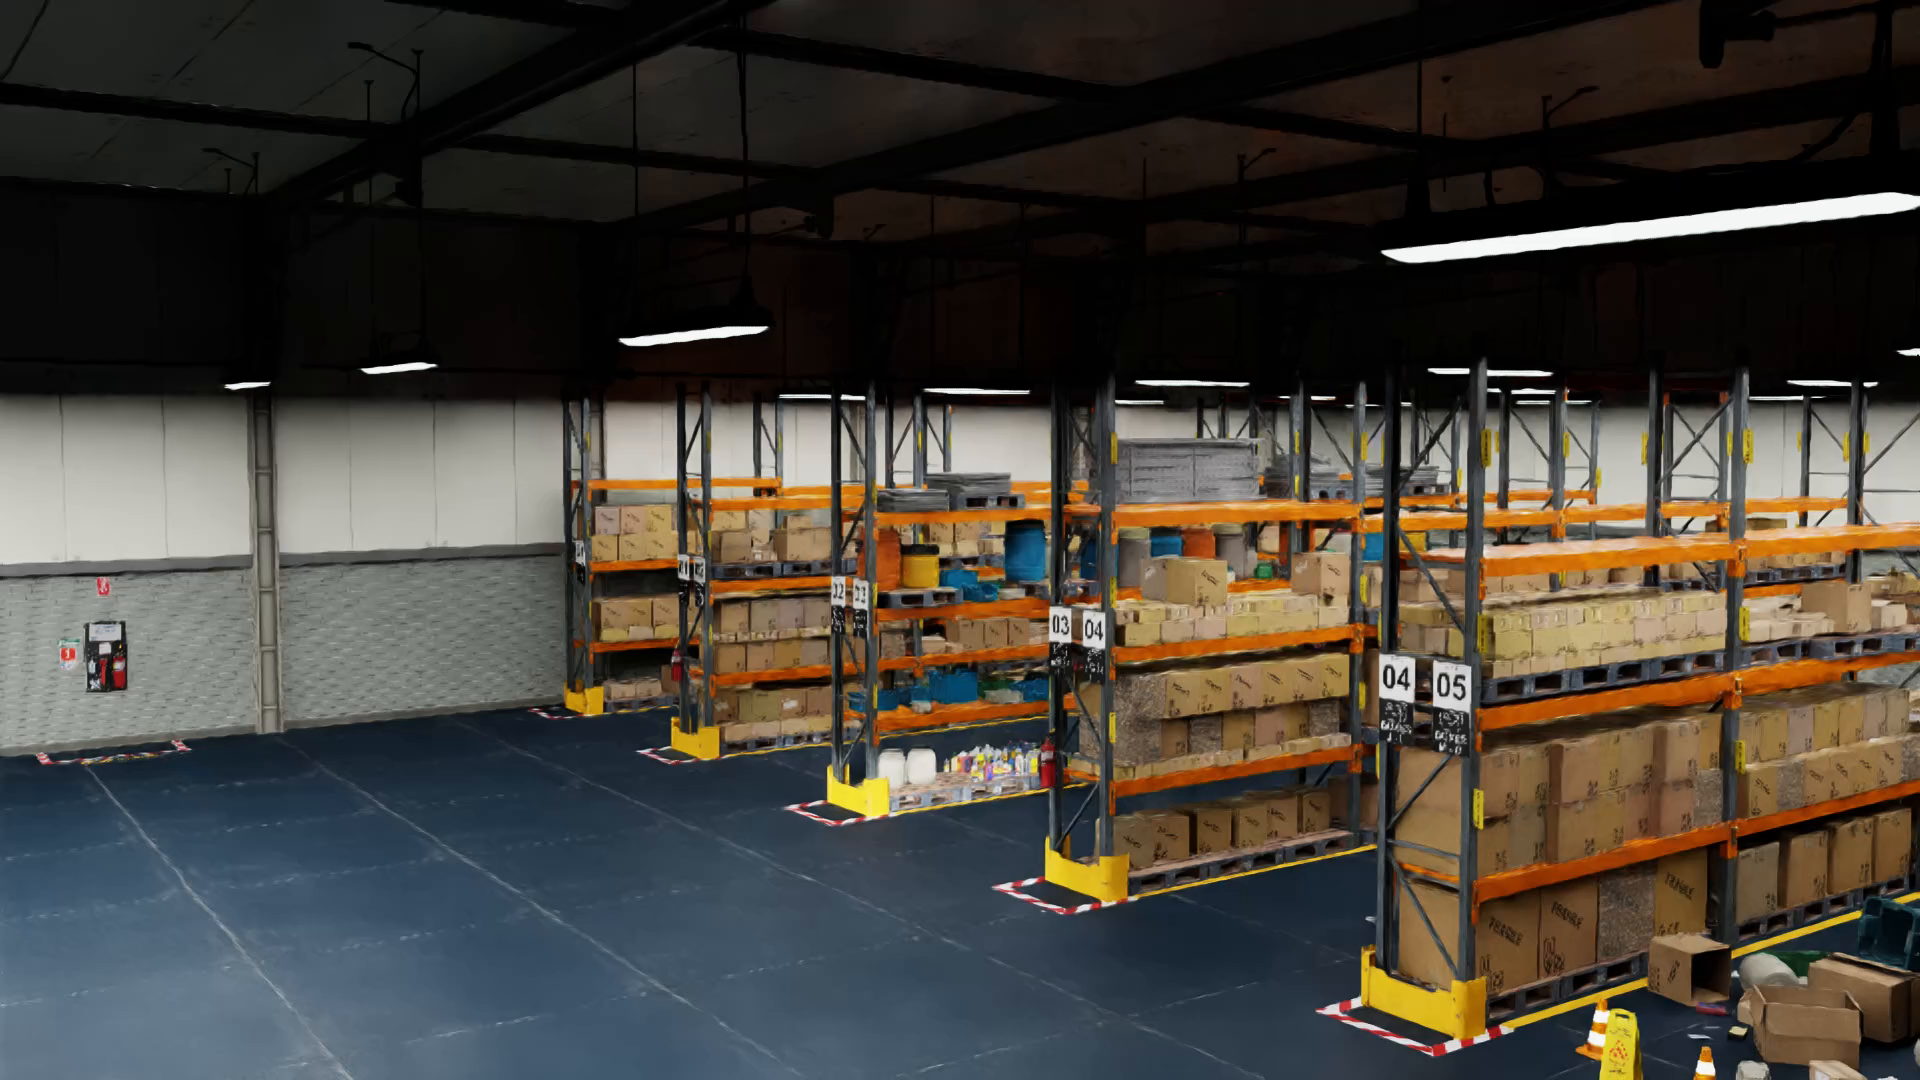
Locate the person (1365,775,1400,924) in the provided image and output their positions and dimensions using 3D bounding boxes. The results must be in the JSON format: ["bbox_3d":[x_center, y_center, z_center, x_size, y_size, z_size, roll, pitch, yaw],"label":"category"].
[{"bbox_3d":[4.750,3.244,17.310,0.945,1.617,0.498,-1,4,-12],"label":"person"}]

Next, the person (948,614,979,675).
[{"bbox_3d":[0.052,2.250,32.027,1.193,1.682,0.588,-3,5,-37],"label":"person"}]
